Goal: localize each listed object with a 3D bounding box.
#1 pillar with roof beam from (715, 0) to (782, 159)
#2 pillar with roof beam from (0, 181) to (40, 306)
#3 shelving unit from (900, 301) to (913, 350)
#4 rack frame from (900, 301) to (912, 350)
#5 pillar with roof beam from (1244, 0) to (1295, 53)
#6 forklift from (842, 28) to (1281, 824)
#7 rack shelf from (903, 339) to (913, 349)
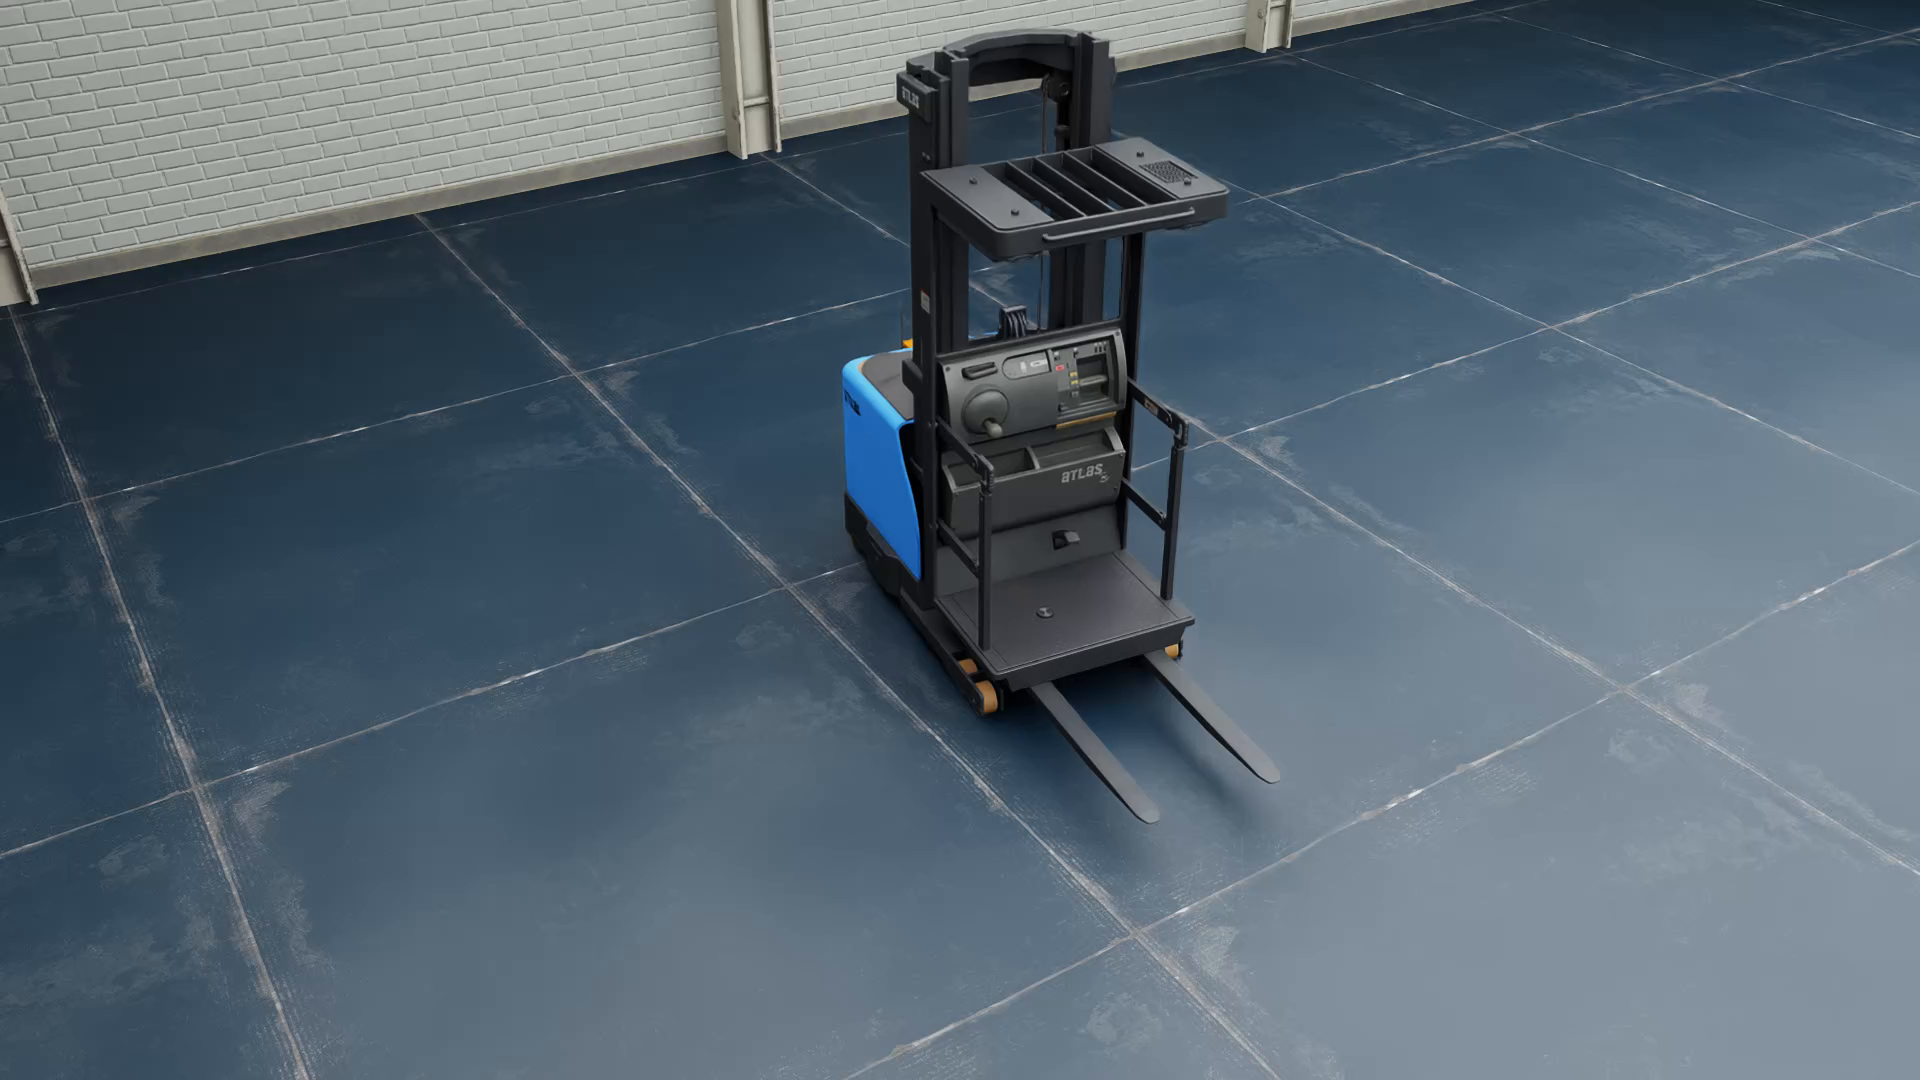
[{"bbox_3d":[0.511,-5.324,9.255,0.400,9.000,9.100,-19,37,-27],"label":"pillar with roof beam"},{"bbox_3d":[-4.532,-3.590,6.506,0.400,9.000,9.100,-19,37,-27],"label":"pillar with roof beam"},{"bbox_3d":[-0.190,-0.757,9.325,0.189,1.200,0.258,-15,35,-22],"label":"shelving unit"},{"bbox_3d":[-0.272,-0.735,9.291,0.006,1.200,0.240,-15,35,-22],"label":"rack frame"},{"bbox_3d":[5.554,-7.058,12.005,0.400,9.000,9.100,-19,37,-27],"label":"pillar with roof beam"},{"bbox_3d":[0.447,-0.671,7.566,1.130,2.935,3.031,-14,35,-21],"label":"forklift"},{"bbox_3d":[-0.190,-1.024,9.157,0.180,0.103,0.258,-15,35,-22],"label":"rack shelf"}]
